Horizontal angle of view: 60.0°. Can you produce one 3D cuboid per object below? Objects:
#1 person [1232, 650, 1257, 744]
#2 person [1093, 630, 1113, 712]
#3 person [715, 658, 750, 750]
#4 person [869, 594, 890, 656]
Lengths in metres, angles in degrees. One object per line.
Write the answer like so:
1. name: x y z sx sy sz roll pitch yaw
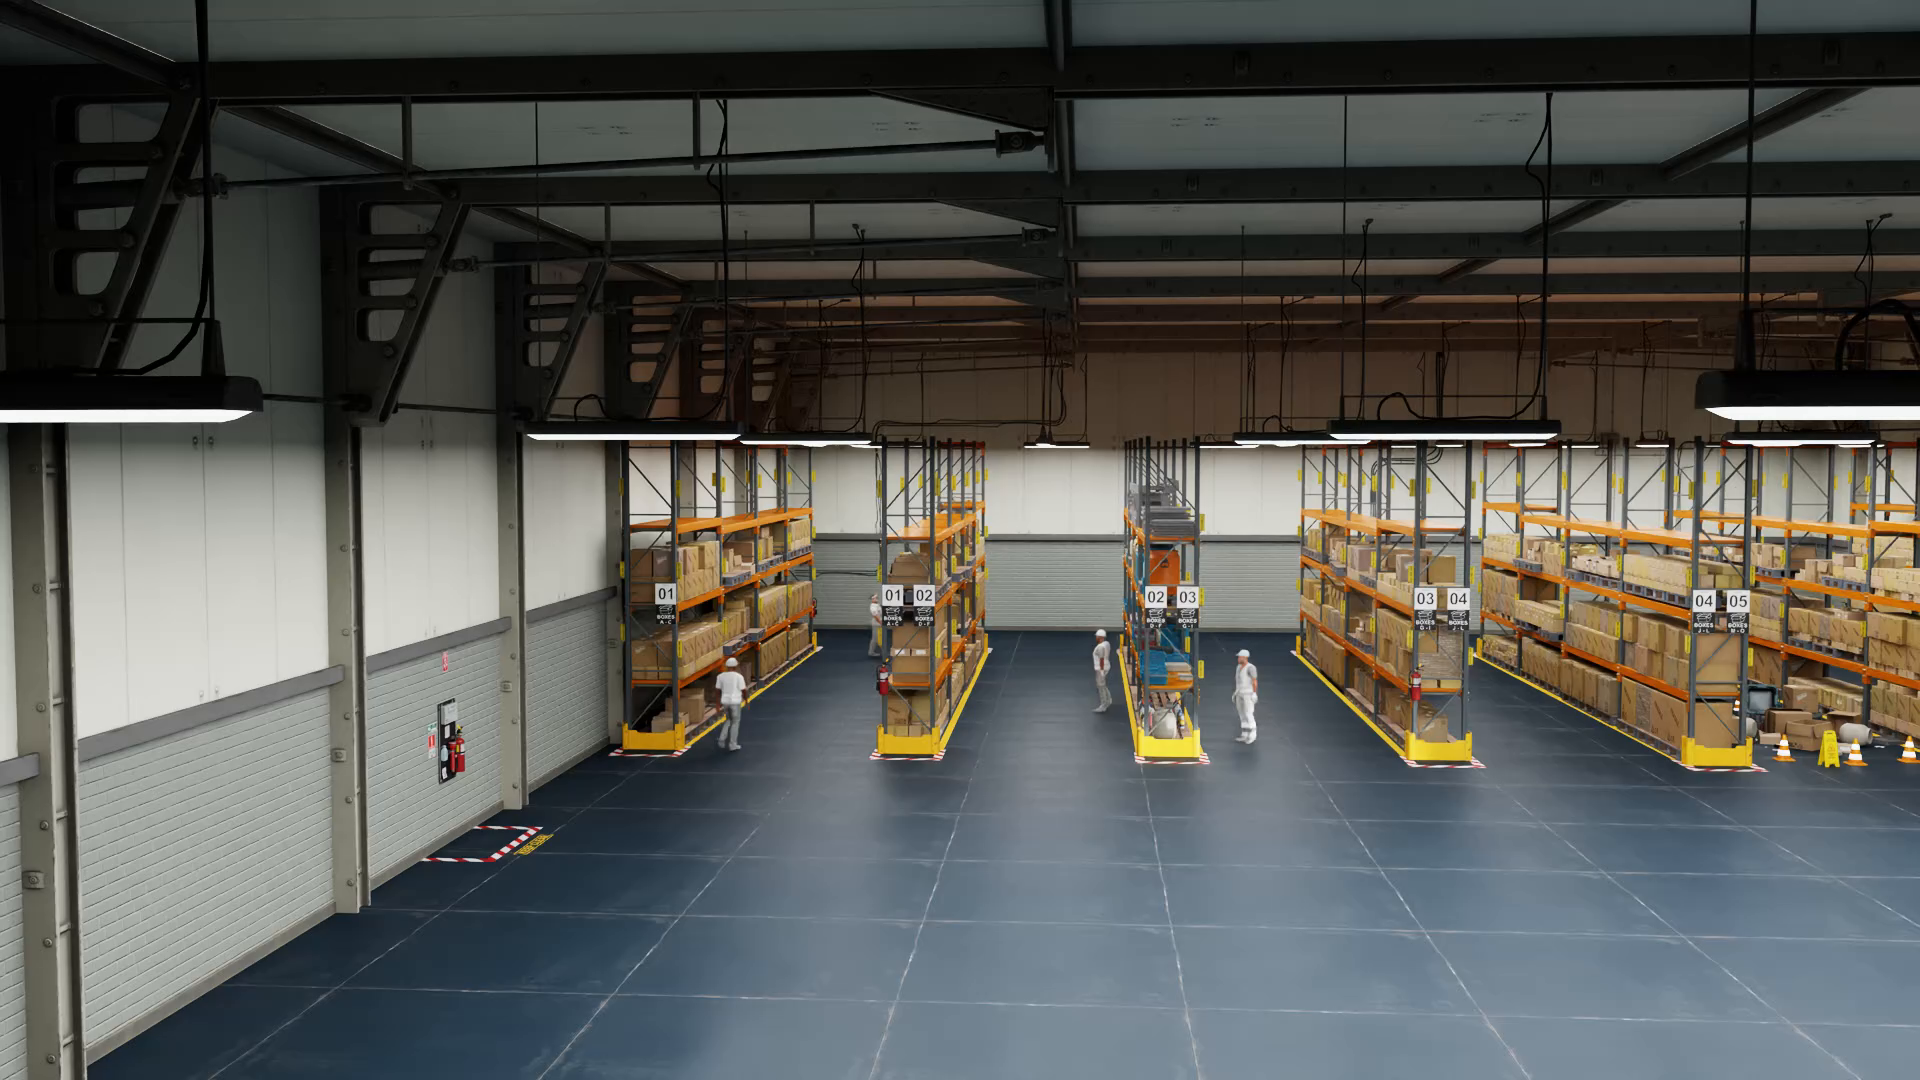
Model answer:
1. person: 5.594 3.082 32.793 0.381 1.831 0.599 -2 4 -30
2. person: 3.120 2.856 36.548 0.385 1.789 0.593 1 3 17
3. person: -4.339 3.119 31.744 0.583 1.752 0.474 2 4 30
4. person: -2.199 2.387 46.327 0.716 1.789 0.587 0 3 -7
